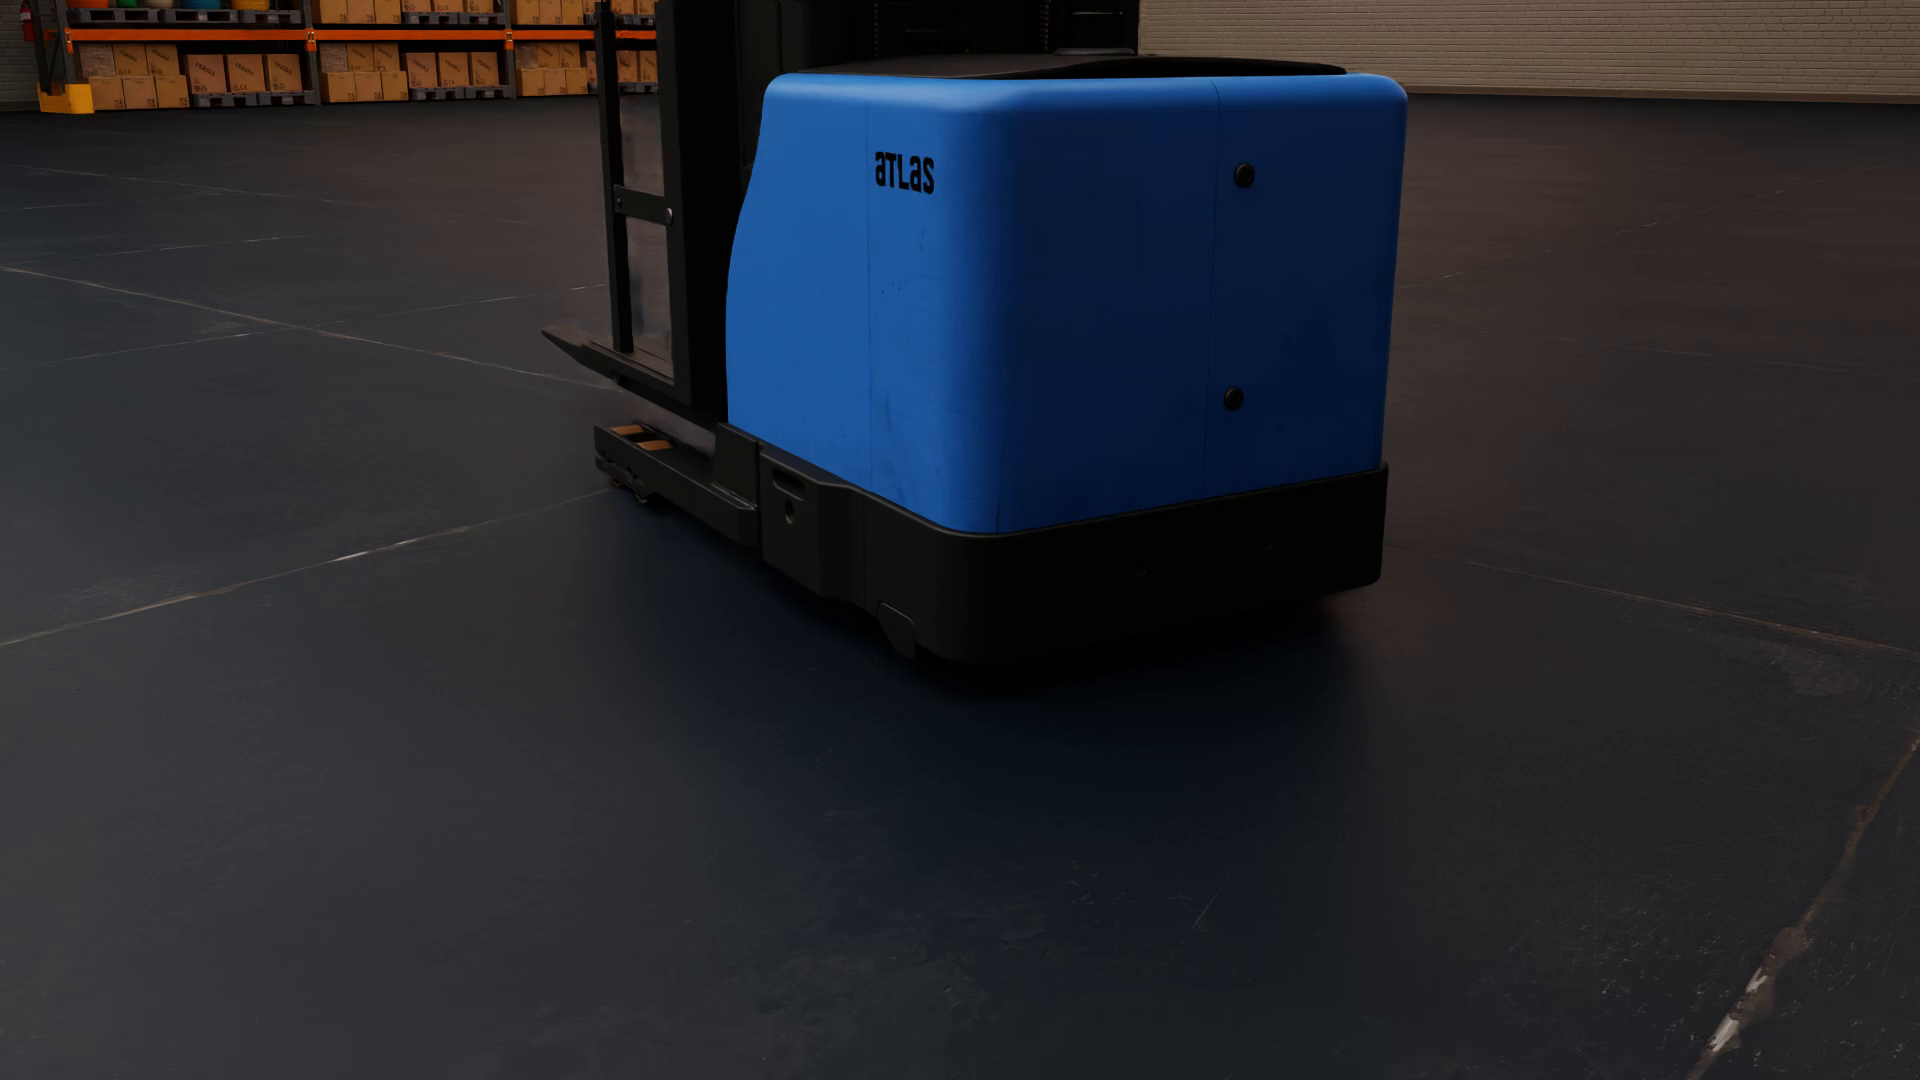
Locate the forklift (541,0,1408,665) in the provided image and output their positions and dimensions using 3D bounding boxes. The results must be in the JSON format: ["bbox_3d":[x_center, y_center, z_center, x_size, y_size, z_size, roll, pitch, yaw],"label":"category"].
[{"bbox_3d":[-0.312,-1.555,4.018,1.130,2.935,3.031,-10,19,-29],"label":"forklift"}]
